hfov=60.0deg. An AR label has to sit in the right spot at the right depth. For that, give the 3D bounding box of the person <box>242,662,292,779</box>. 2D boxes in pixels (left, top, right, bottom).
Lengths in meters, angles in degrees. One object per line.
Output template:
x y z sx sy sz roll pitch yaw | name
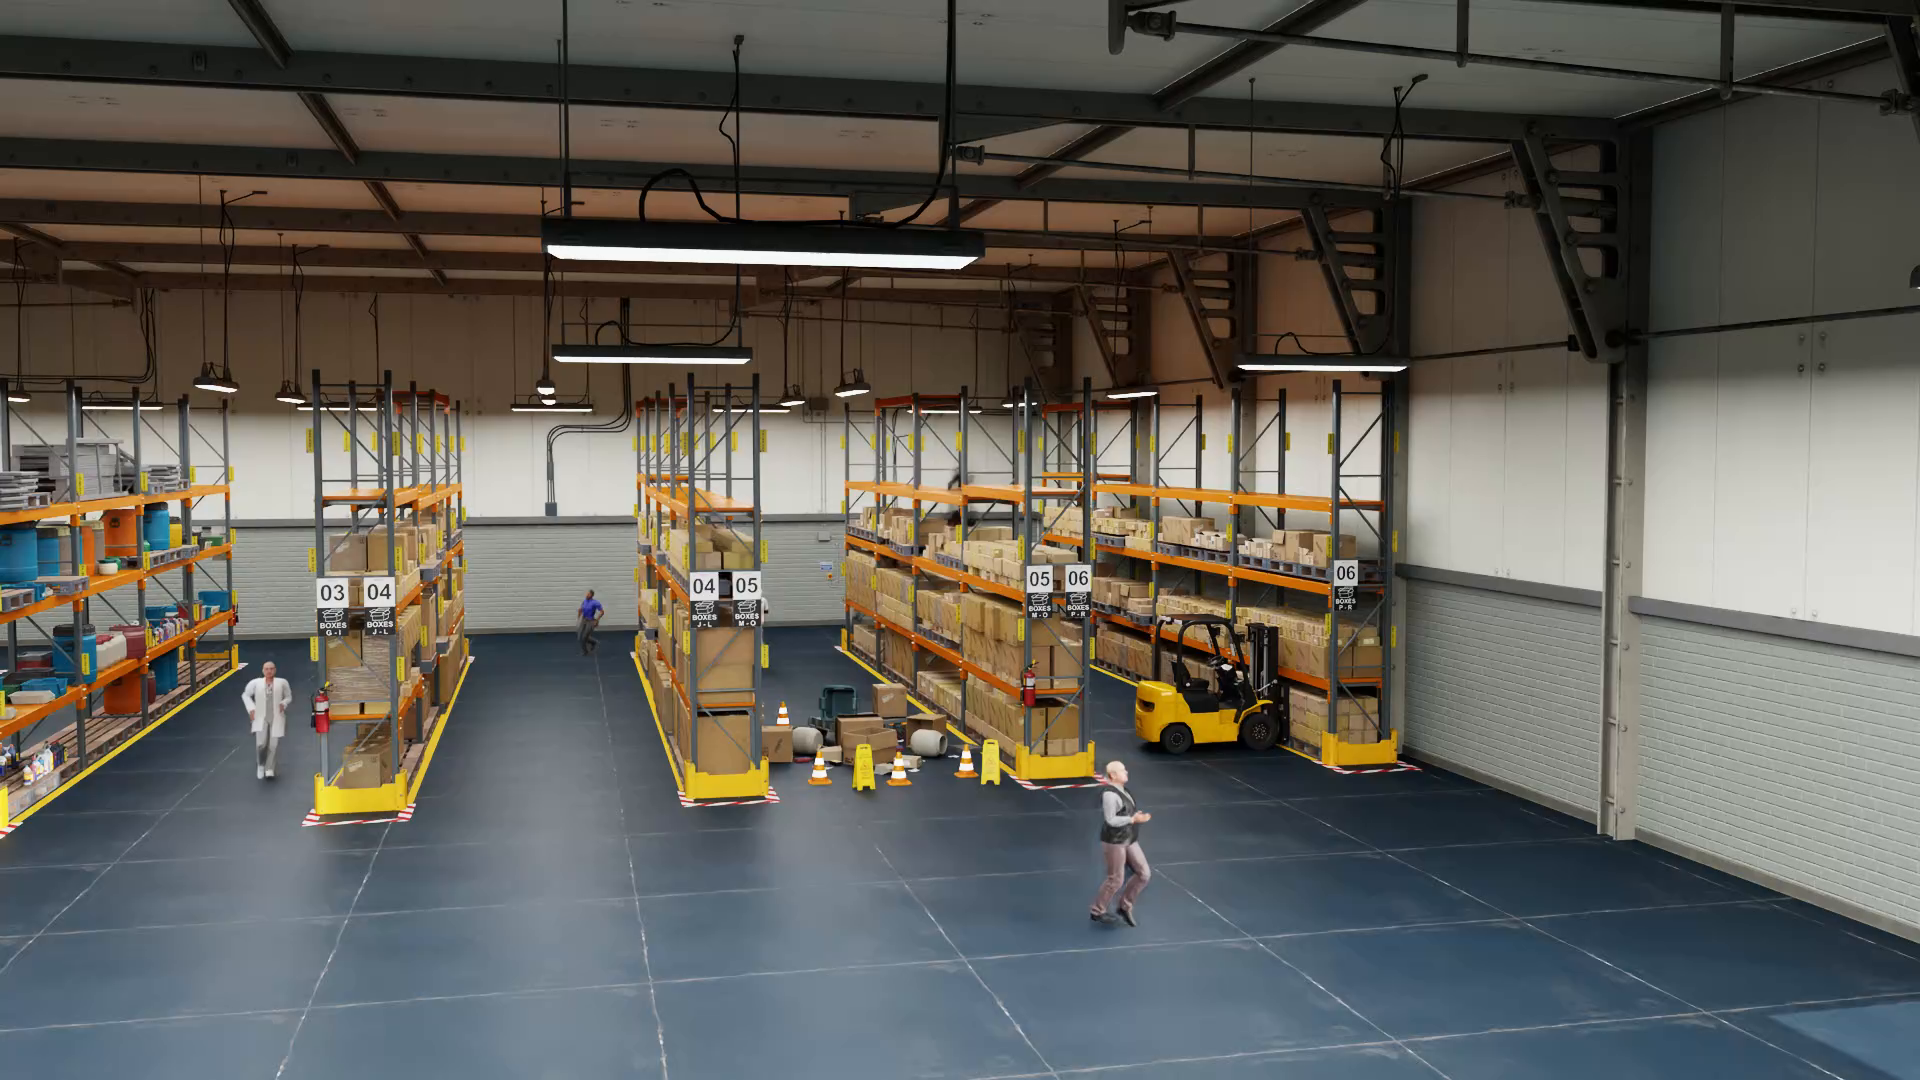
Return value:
-10.300 2.692 24.767 0.680 1.750 0.696 -2 4 -26 | person

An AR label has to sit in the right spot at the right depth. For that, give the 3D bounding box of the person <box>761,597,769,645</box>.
-4.671 1.915 37.886 0.683 1.808 0.845 -1 4 -23 | person

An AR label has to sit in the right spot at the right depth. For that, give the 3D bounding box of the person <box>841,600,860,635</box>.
-2.647 1.827 41.680 0.665 1.561 0.531 0 3 -8 | person

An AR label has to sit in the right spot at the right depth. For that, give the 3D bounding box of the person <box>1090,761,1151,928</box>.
1.680 3.160 17.179 0.687 1.755 0.638 2 4 28 | person

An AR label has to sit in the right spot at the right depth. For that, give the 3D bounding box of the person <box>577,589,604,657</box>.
-8.721 1.952 39.251 0.666 1.599 0.531 2 4 29 | person
